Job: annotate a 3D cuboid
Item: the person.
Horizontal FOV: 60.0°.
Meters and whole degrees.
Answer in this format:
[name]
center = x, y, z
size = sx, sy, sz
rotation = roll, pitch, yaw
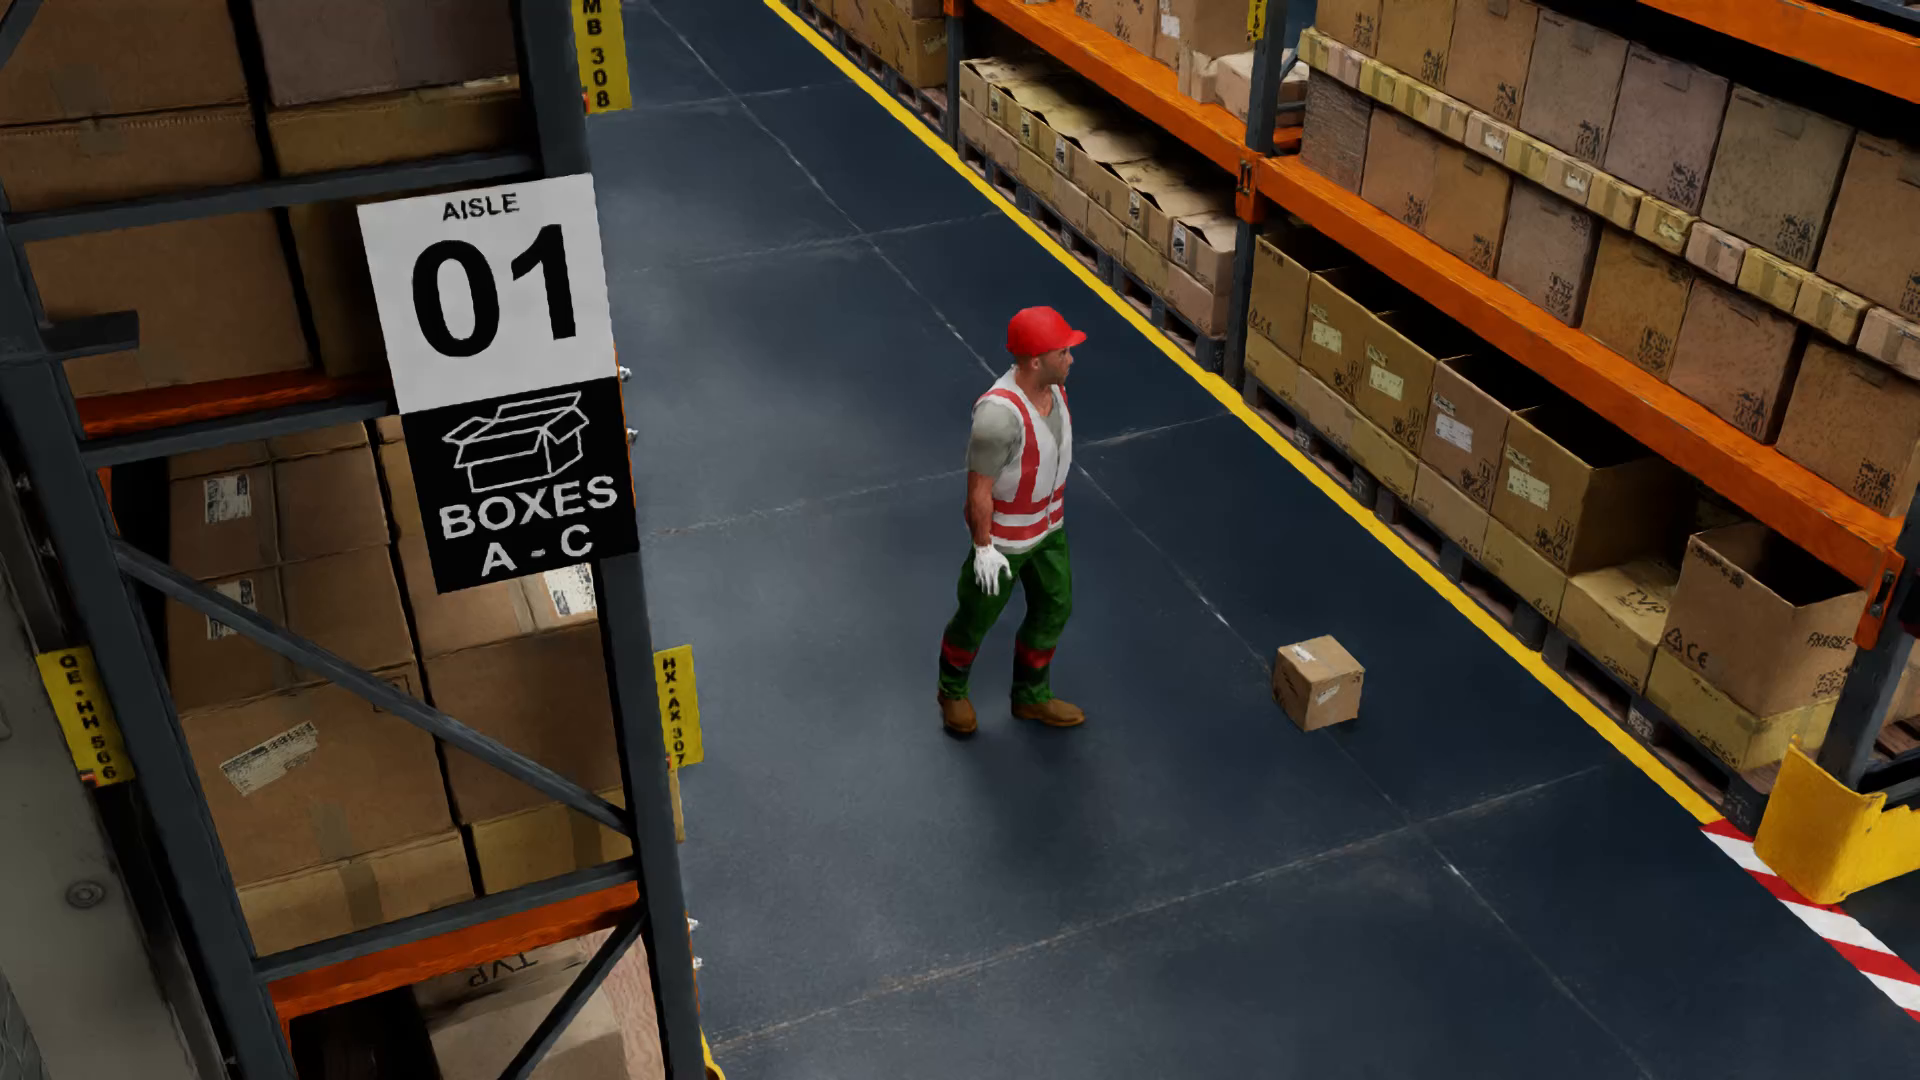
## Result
[person]
center = 0.197, -0.048, 6.195
size = 0.565, 1.781, 0.568
rotation = 22, 39, 29
